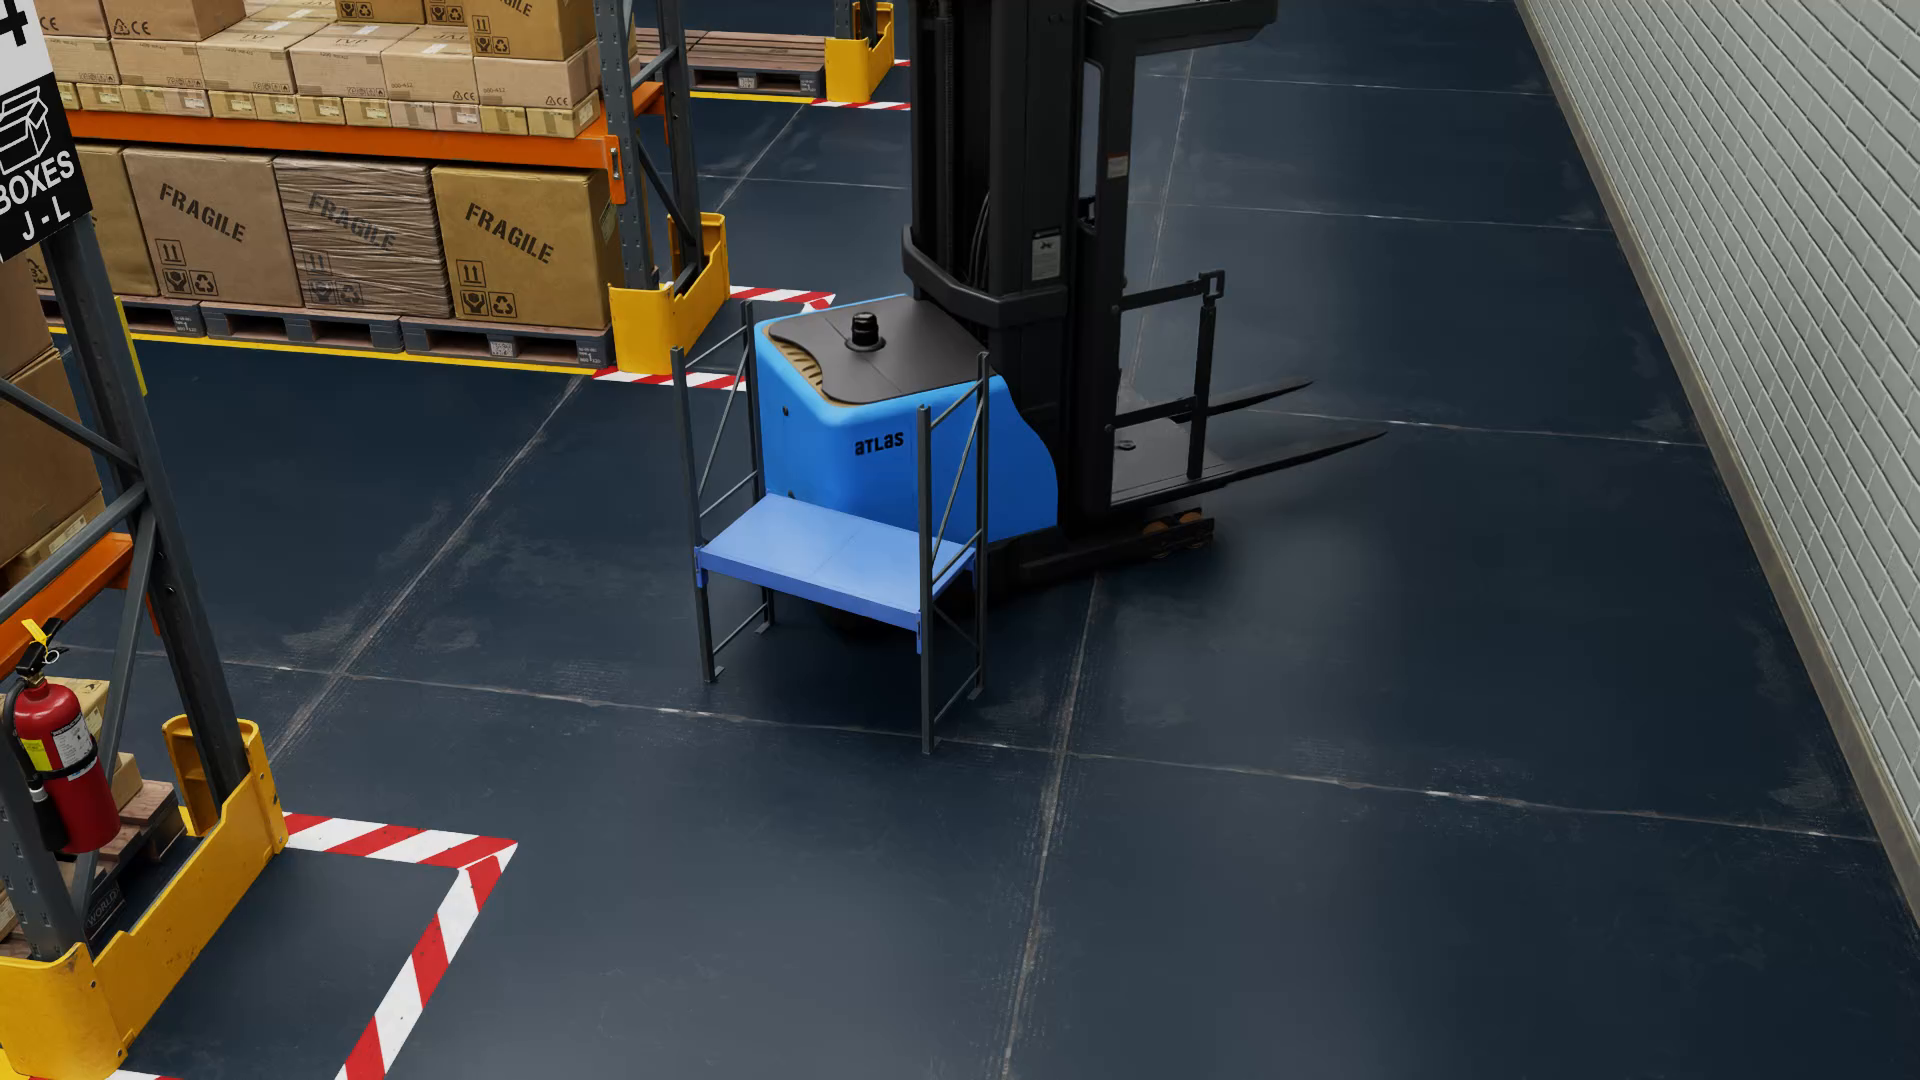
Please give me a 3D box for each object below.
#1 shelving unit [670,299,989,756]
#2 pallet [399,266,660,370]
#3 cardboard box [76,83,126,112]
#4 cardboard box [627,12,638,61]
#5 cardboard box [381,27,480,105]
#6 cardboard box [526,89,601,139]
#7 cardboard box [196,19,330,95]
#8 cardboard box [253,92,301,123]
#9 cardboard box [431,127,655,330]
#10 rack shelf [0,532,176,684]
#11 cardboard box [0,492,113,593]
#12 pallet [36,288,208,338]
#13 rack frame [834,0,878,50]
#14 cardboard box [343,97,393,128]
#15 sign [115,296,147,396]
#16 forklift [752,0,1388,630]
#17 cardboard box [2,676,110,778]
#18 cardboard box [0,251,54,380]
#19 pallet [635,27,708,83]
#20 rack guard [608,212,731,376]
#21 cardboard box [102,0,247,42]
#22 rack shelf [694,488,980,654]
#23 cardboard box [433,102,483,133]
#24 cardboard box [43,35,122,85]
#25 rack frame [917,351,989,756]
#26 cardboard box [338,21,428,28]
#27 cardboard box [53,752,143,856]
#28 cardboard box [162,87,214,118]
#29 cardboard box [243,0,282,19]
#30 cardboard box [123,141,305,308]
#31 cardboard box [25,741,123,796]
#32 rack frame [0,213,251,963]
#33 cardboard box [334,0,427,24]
[{"bbox_3d":[-0.473,-0.047,6.412,1.048,1.500,0.538,15,35,23],"label":"shelving unit"},{"bbox_3d":[-2.479,-1.348,9.705,1.213,0.211,1.003,5,32,8],"label":"pallet"},{"bbox_3d":[-4.607,-2.481,9.123,0.250,0.149,0.380,4,32,7],"label":"cardboard box"},{"bbox_3d":[-2.106,-2.746,9.172,0.500,0.250,0.500,4,32,7],"label":"cardboard box"},{"bbox_3d":[-2.700,-2.512,8.798,0.500,0.250,0.500,5,32,7],"label":"cardboard box"},{"bbox_3d":[-2.084,-2.253,8.759,0.250,0.149,0.380,6,33,9],"label":"cardboard box"},{"bbox_3d":[-3.716,-2.602,8.941,0.500,0.250,0.500,5,32,8],"label":"cardboard box"},{"bbox_3d":[-3.591,-2.390,8.977,0.250,0.149,0.380,6,33,9],"label":"cardboard box"},{"bbox_3d":[-2.322,-1.793,9.393,0.875,0.875,0.875,5,32,8],"label":"cardboard box"},{"bbox_3d":[-4.584,0.212,5.263,4.000,0.370,1.077,5,32,8],"label":"rack shelf"},{"bbox_3d":[-2.876,-0.009,5.173,0.250,0.149,0.380,5,32,8],"label":"cardboard box"},{"bbox_3d":[-4.885,-1.566,10.053,1.213,0.211,1.003,5,32,8],"label":"pallet"},{"bbox_3d":[-0.845,-5.090,13.055,0.127,3.000,1.000,5,32,8],"label":"rack frame"},{"bbox_3d":[-3.091,-2.343,8.903,0.250,0.149,0.380,4,32,7],"label":"cardboard box"},{"bbox_3d":[-2.521,-0.566,5.010,0.005,0.325,0.100,5,32,8],"label":"sign"},{"bbox_3d":[0.604,-1.393,7.213,3.031,2.935,1.130,-15,35,-22],"label":"forklift"},{"bbox_3d":[-3.071,0.639,5.632,0.250,0.149,0.380,4,32,6],"label":"cardboard box"},{"bbox_3d":[-3.010,-0.686,4.702,0.500,0.500,0.500,5,32,8],"label":"cardboard box"},{"bbox_3d":[-2.850,-4.112,14.121,1.213,0.211,1.003,5,32,8],"label":"pallet"},{"bbox_3d":[-1.654,-1.438,9.576,0.348,0.500,1.175,5,32,8],"label":"rack guard"},{"bbox_3d":[-4.194,-2.969,8.820,0.500,0.500,0.500,4,32,7],"label":"cardboard box"},{"bbox_3d":[-0.473,0.105,6.507,1.000,0.185,0.538,15,35,23],"label":"rack shelf"},{"bbox_3d":[-2.589,-2.298,8.832,0.250,0.149,0.380,5,32,8],"label":"cardboard box"},{"bbox_3d":[-4.712,-2.693,9.087,0.500,0.250,0.500,5,32,8],"label":"cardboard box"},{"bbox_3d":[-0.020,0.075,6.216,0.032,1.500,0.500,15,35,23],"label":"rack frame"},{"bbox_3d":[-3.114,-2.836,9.315,0.500,0.250,0.500,4,32,7],"label":"cardboard box"},{"bbox_3d":[-3.075,0.901,5.774,0.250,0.149,0.380,6,33,9],"label":"cardboard box"},{"bbox_3d":[-4.108,-2.435,9.049,0.250,0.149,0.380,6,32,9],"label":"cardboard box"},{"bbox_3d":[-4.128,-2.927,9.460,0.500,0.250,0.500,6,33,9],"label":"cardboard box"},{"bbox_3d":[-4.097,-1.953,9.650,0.875,0.875,0.875,5,32,8],"label":"cardboard box"},{"bbox_3d":[-3.085,0.808,5.642,0.250,0.149,0.380,6,33,10],"label":"cardboard box"},{"bbox_3d":[-2.612,0.085,4.787,0.127,3.000,1.000,5,32,8],"label":"rack frame"},{"bbox_3d":[-3.110,-3.152,9.113,0.500,0.500,0.500,4,32,7],"label":"cardboard box"}]
